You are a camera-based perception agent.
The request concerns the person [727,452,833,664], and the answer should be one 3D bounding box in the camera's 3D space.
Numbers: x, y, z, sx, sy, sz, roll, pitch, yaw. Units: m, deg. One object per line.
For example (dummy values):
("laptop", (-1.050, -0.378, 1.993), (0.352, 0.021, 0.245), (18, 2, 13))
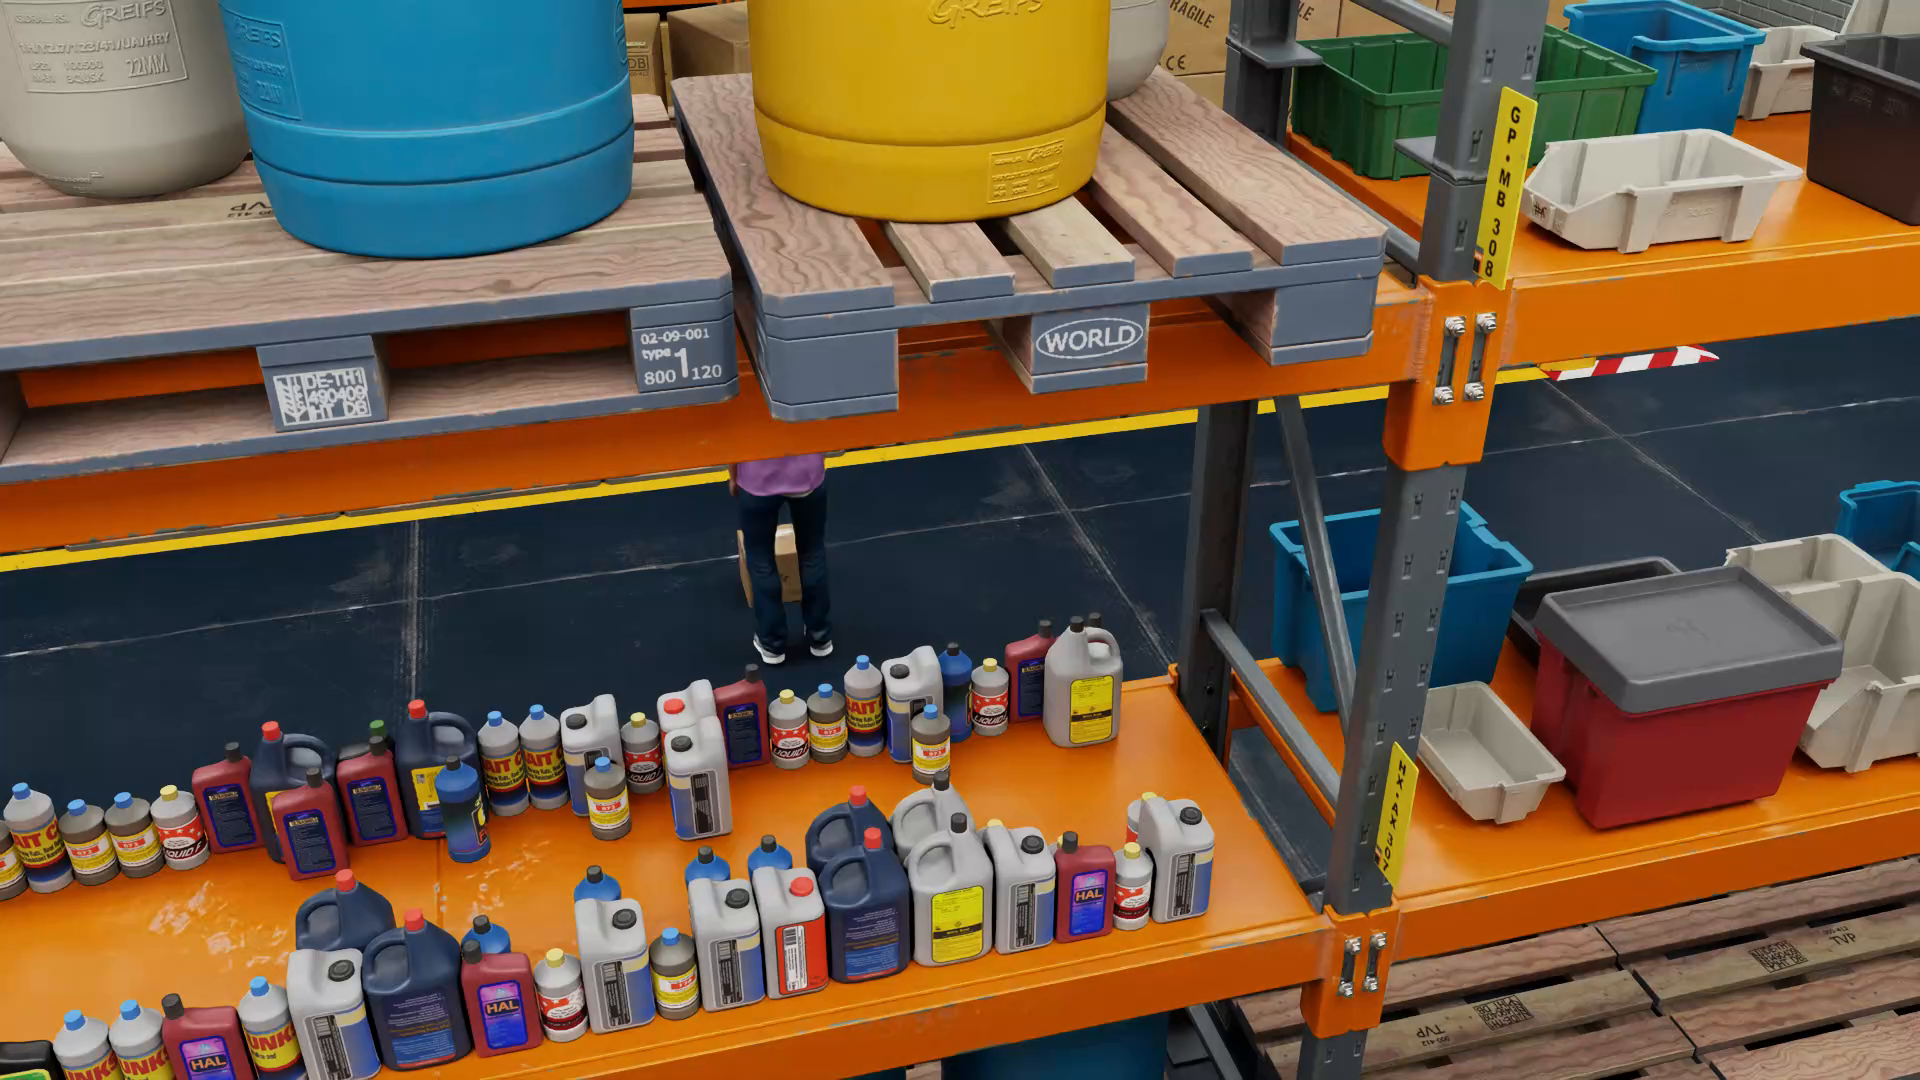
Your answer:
("person", (-0.721, -0.219, 6.537), (0.409, 1.576, 0.306), (-7, 31, -12))
